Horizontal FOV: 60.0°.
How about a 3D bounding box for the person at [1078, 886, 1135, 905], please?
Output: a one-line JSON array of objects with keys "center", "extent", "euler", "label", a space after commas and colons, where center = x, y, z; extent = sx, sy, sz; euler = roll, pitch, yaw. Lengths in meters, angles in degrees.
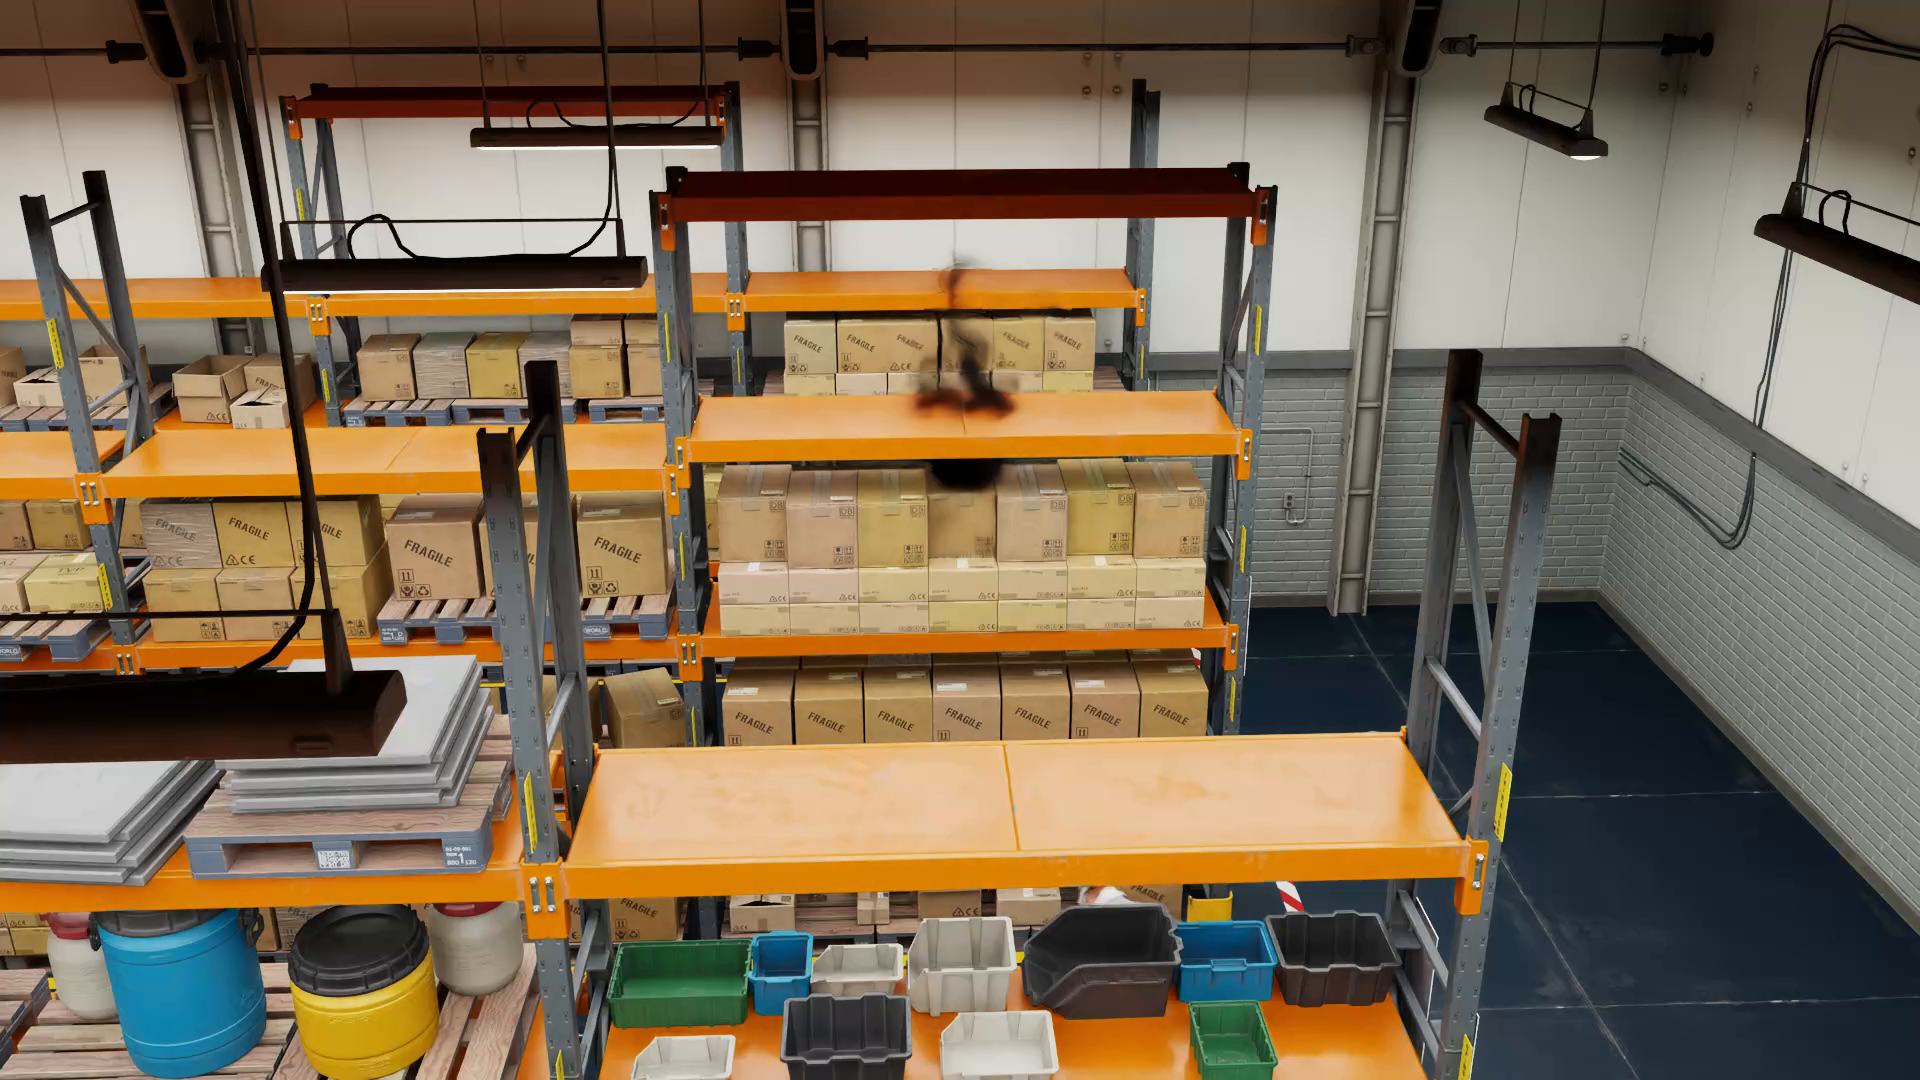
[{"center": [1.064, 2.970, 11.552], "extent": [0.707, 1.826, 0.709], "euler": [-5, 23, -13], "label": "person"}]
